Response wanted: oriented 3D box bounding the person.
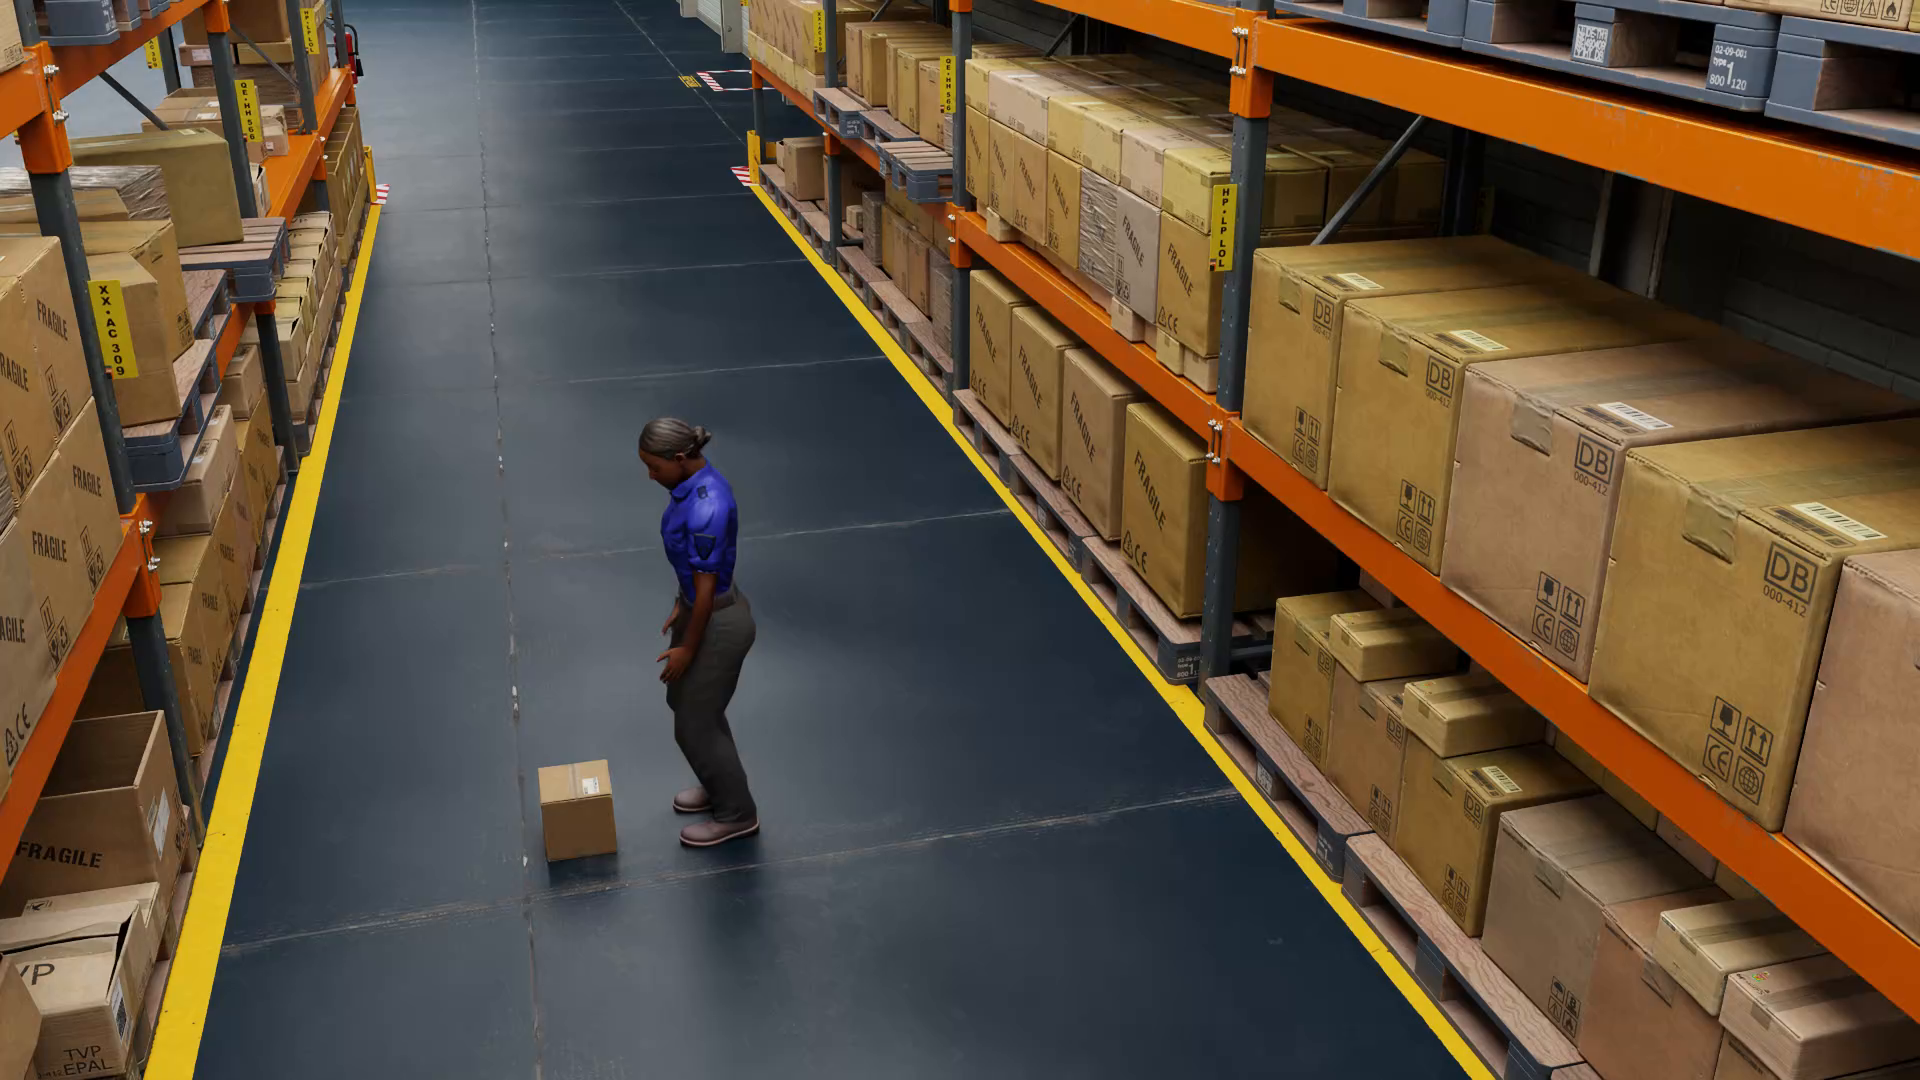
[{"bbox_3d":[-1.077,0.755,6.071,0.850,0.787,0.466,-7,24,-15],"label":"person"}]
